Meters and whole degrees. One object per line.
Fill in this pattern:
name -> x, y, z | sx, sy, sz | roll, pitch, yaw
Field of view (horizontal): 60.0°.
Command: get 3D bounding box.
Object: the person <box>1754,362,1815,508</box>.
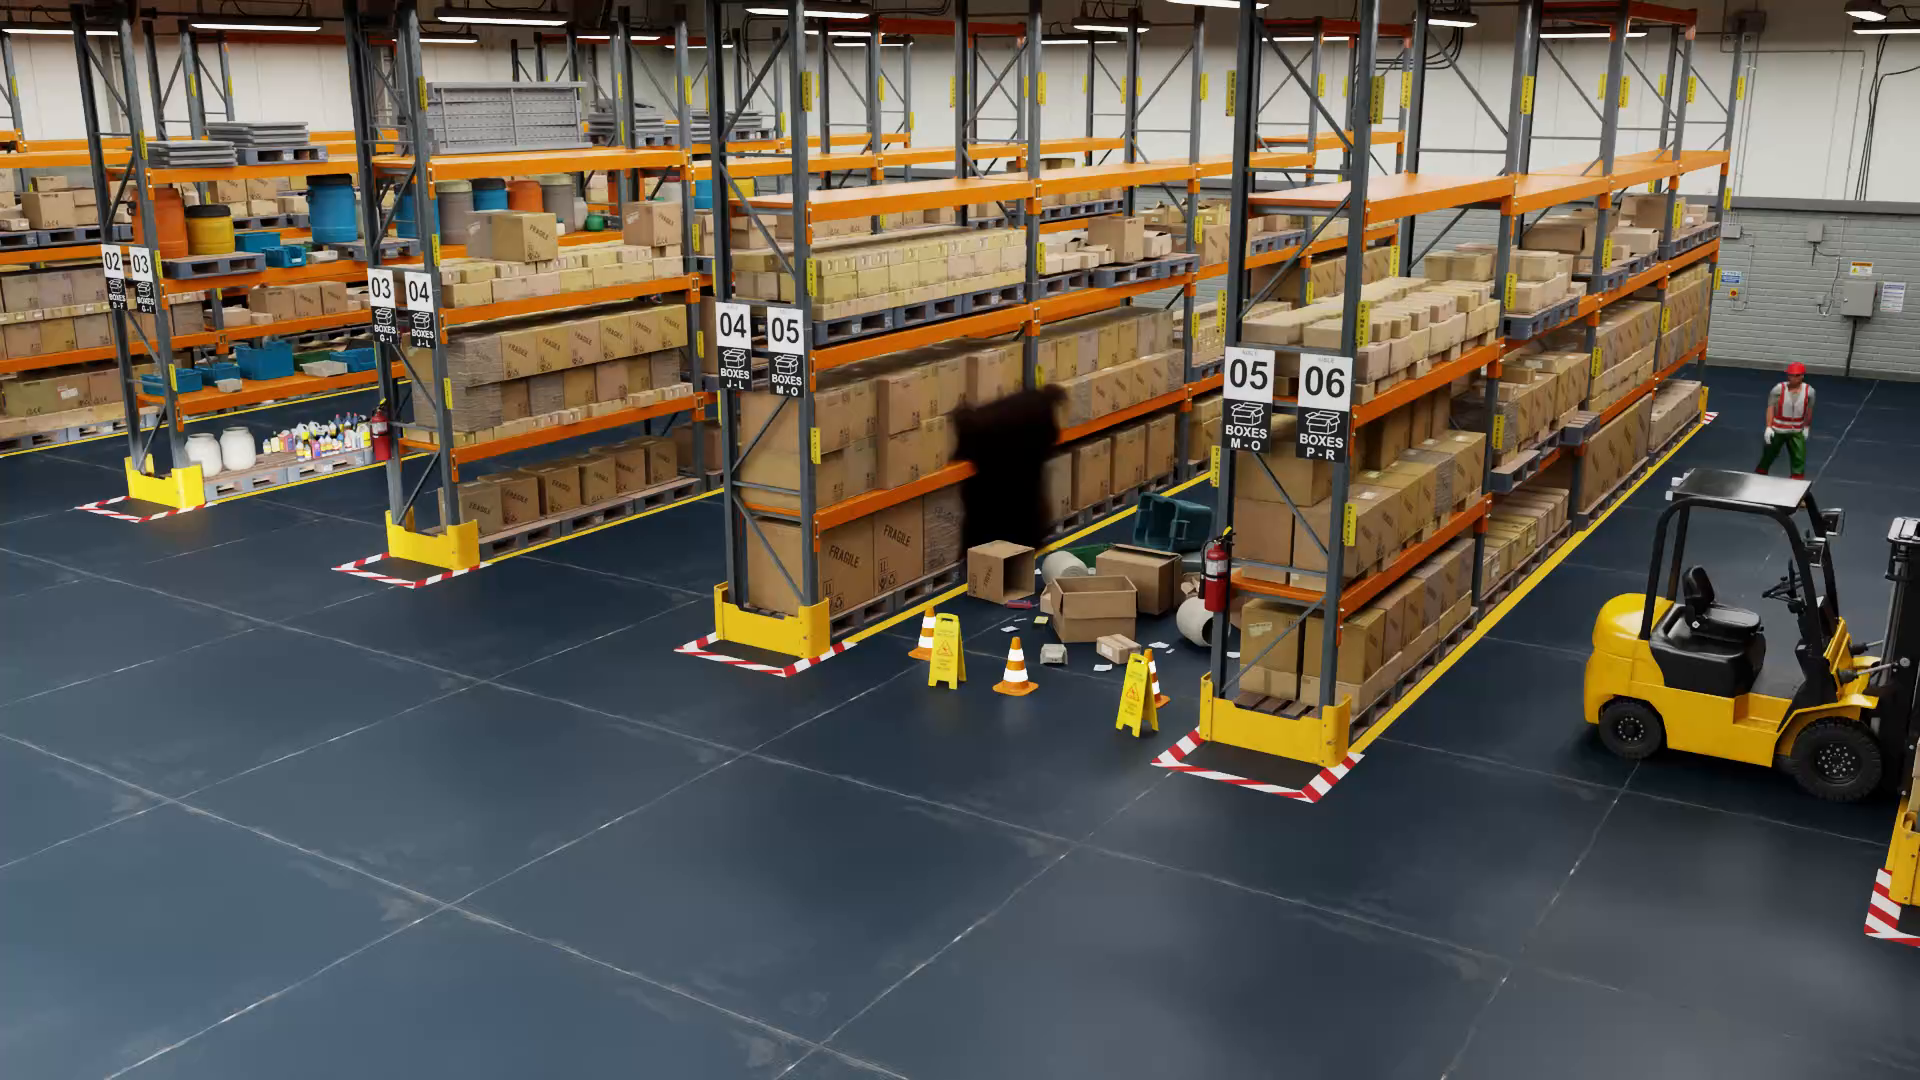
person -> 10.349, -1.350, 20.746 | 0.648, 1.753, 0.927 | -3, 16, -10

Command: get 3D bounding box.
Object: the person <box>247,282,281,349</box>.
person -> -12.856, -4.101, 30.745 | 0.478, 1.722, 1.028 | 7, 17, 23
